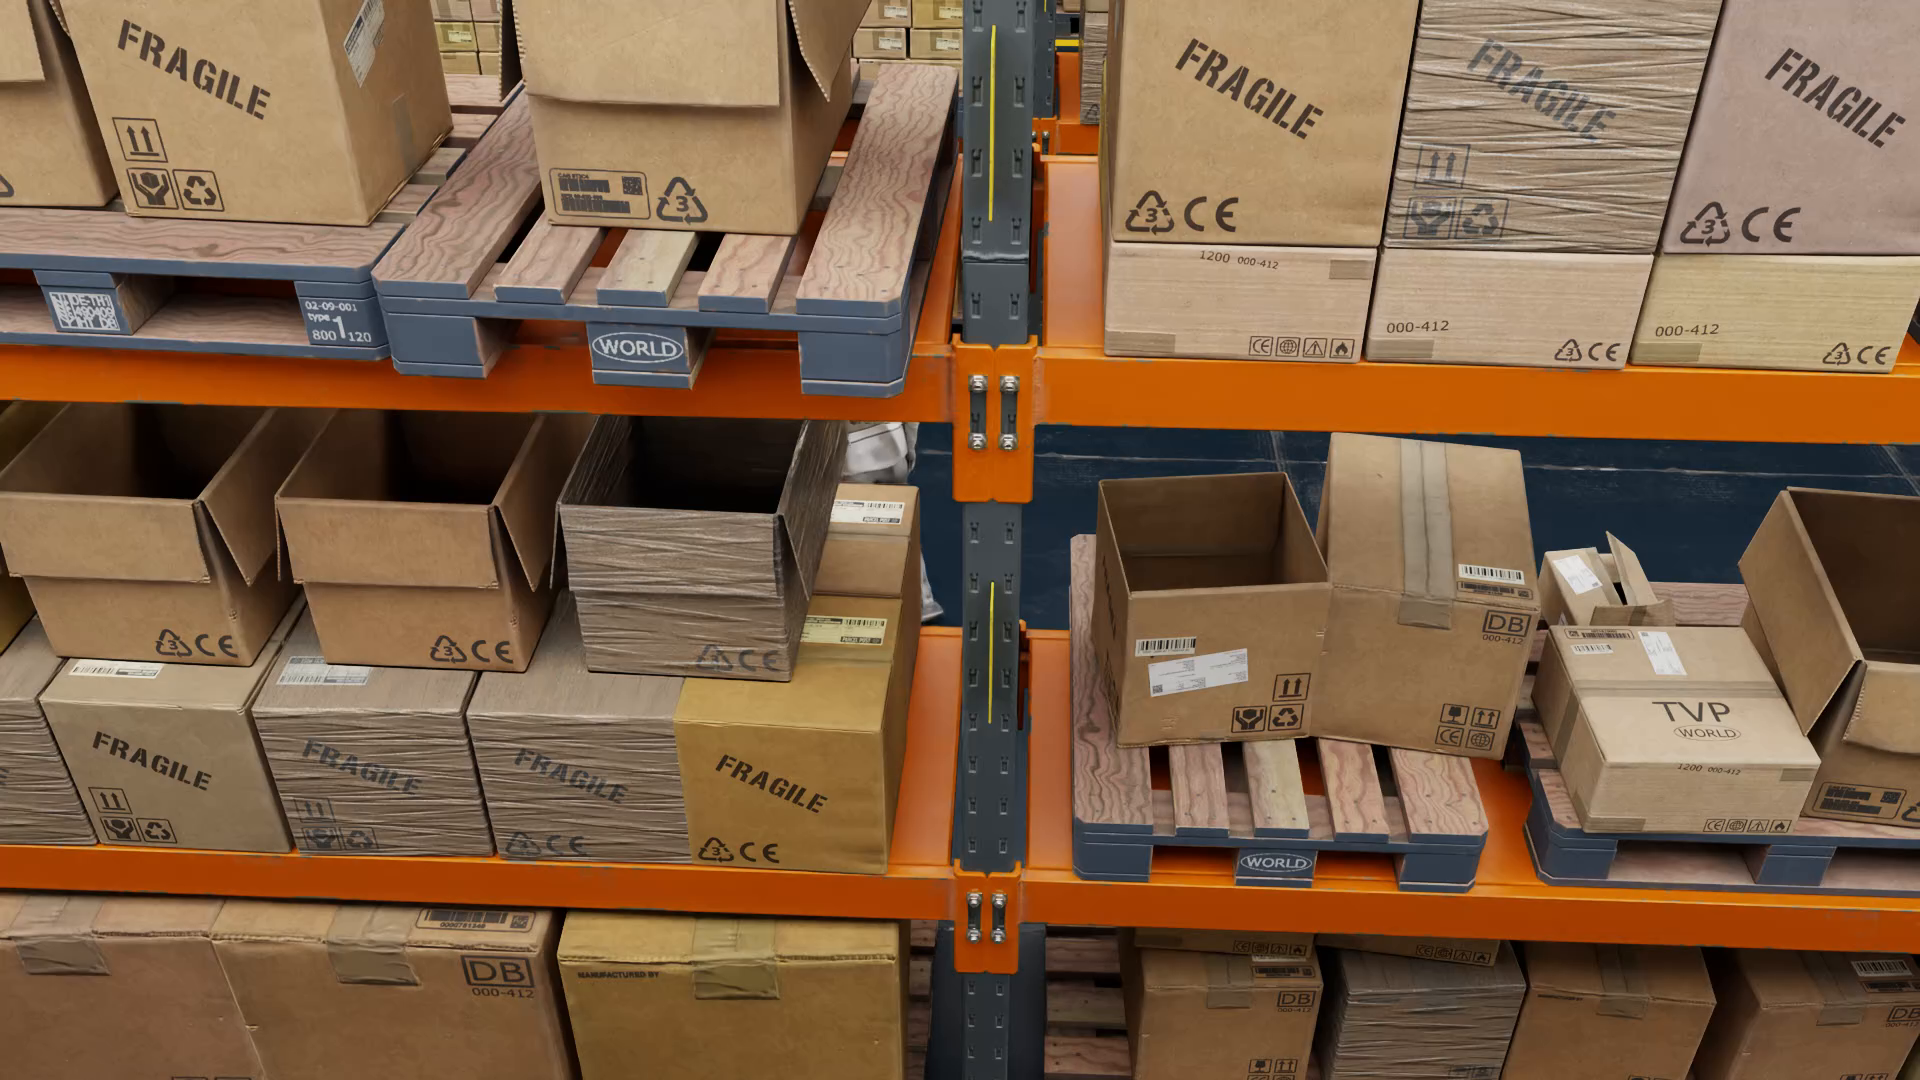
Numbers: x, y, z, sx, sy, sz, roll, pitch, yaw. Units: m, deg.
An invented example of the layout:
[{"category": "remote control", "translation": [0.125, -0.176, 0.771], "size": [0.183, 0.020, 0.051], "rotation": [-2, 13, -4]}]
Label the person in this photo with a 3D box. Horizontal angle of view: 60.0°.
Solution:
[{"category": "person", "translation": [-0.344, -0.280, 6.501], "size": [0.560, 1.667, 0.413], "rotation": [-18, 39, -23]}]
